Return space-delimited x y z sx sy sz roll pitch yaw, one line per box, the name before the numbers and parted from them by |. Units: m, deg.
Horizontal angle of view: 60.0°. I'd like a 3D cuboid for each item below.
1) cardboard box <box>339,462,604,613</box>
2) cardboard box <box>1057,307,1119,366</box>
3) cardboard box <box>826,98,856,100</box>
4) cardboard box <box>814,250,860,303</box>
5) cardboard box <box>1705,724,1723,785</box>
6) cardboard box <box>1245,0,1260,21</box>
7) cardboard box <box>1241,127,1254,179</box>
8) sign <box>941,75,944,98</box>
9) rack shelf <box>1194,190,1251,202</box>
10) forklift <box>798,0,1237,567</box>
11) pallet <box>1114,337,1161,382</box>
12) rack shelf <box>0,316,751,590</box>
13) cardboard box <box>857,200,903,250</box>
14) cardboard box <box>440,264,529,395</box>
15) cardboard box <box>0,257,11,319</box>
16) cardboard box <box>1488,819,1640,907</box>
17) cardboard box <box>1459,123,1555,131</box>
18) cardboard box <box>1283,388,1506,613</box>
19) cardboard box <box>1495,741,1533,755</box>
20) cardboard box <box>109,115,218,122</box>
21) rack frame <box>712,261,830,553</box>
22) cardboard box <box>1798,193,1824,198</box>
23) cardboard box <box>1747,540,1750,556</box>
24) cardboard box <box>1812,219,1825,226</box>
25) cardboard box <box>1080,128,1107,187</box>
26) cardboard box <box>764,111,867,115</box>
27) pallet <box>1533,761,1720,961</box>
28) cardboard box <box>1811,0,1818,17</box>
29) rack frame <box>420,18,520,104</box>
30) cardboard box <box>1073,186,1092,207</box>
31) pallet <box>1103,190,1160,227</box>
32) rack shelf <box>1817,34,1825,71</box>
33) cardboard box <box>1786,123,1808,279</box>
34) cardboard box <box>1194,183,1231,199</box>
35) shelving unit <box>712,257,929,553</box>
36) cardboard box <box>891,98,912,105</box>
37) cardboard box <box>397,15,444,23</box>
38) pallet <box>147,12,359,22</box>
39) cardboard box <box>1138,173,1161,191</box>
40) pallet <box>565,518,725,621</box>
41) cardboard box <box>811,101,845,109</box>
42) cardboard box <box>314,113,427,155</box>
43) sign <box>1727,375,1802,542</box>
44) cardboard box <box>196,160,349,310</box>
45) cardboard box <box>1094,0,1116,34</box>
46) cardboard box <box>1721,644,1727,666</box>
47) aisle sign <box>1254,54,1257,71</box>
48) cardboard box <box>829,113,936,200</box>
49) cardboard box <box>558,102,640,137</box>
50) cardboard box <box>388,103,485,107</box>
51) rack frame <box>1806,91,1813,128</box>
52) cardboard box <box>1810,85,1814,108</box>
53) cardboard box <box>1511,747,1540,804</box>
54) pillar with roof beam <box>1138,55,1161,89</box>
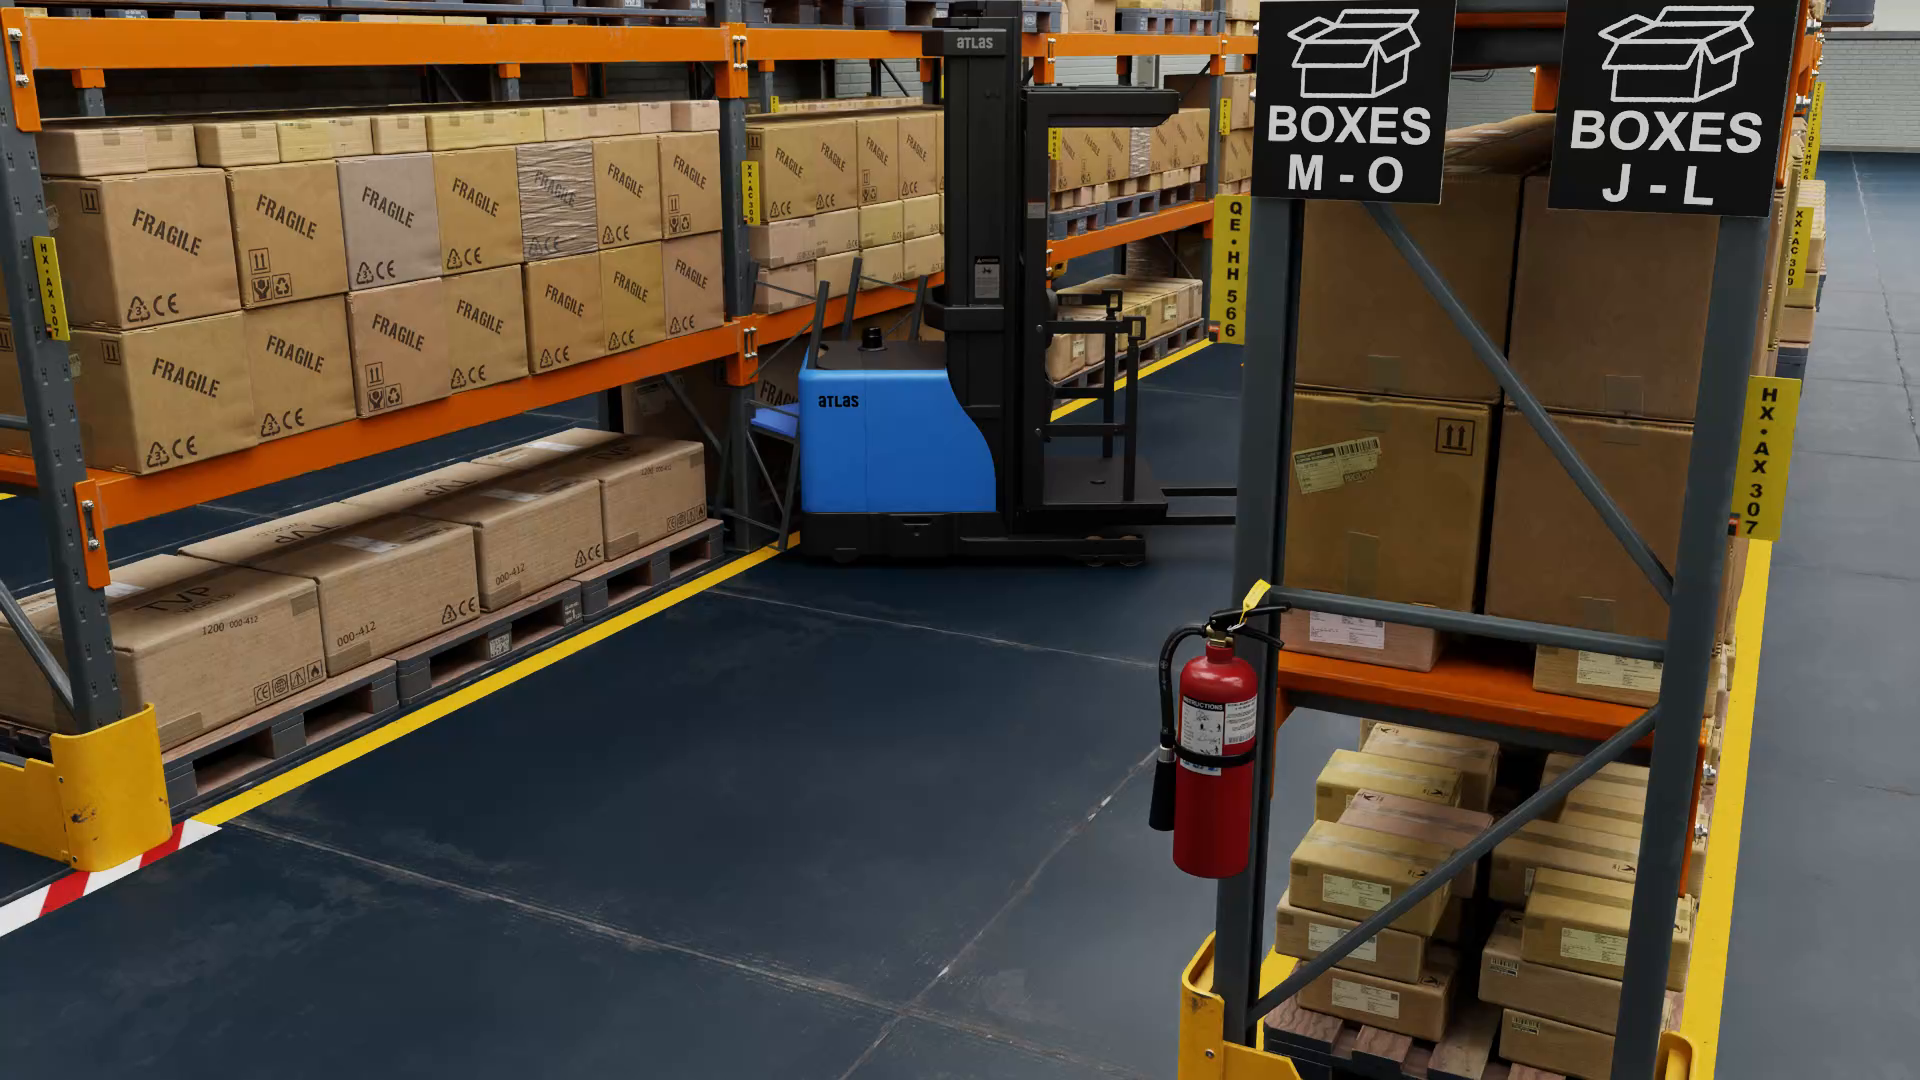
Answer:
cardboard box | -2.370 -0.035 8.135 0.875 0.438 0.875 8 18 24
cardboard box | 0.777 -1.728 13.952 0.950 0.372 0.625 8 18 24
cardboard box | -1.487 -5.303 20.274 0.380 0.149 0.250 9 19 27
cardboard box | -0.932 -1.575 9.821 0.500 0.250 0.500 8 18 24
cardboard box | 2.547 0.740 6.033 0.380 0.149 0.250 8 18 25
cardboard box | 2.644 -5.192 16.210 0.500 0.250 0.500 8 18 25
cardboard box | 2.630 -3.872 16.593 0.500 0.500 0.500 8 18 25
sign | -0.195 -5.719 21.062 0.100 0.325 0.005 8 18 25
rack shelf | 2.874 -3.638 17.769 1.077 0.370 4.000 8 18 25
forklift | 0.630 -1.410 9.125 3.031 2.935 1.130 0 17 -2
pallet | 1.090 -1.627 14.630 1.003 0.211 1.213 8 18 25
rack shelf | -2.488 -0.582 7.478 1.077 0.370 4.000 8 18 25
cardboard box | -0.688 -1.942 10.178 0.500 0.250 0.500 8 18 26
cardboard box | -2.257 -0.940 7.246 0.500 0.500 0.500 9 19 27
cardboard box | -3.379 -1.097 6.019 0.500 0.500 0.500 9 19 27
cardboard box | 1.646 0.891 4.480 0.380 0.149 0.250 8 19 26
cardboard box | 1.989 -1.159 5.706 0.500 0.500 0.500 8 19 26
cardboard box | 1.063 -0.151 4.066 0.500 0.500 0.500 9 19 26
cardboard box | 1.727 0.575 5.546 0.380 0.149 0.250 7 18 24
cardboard box | -3.119 -1.575 6.489 0.380 0.149 0.250 9 19 27
rack frame | -1.034 -0.712 8.983 0.500 1.500 0.032 19 18 26
cardboard box | 4.398 -1.774 8.888 0.380 0.149 0.250 8 18 25
cardboard box | 3.682 -0.124 8.328 0.500 0.500 0.500 9 19 28
cardboard box | 3.703 -1.377 7.550 0.380 0.149 0.250 8 18 26
cardboard box | 0.828 -3.066 13.142 0.500 0.500 0.500 9 19 28
cardboard box | -0.933 -2.502 10.749 0.500 0.500 0.500 8 19 26
pallet | 2.067 0.992 5.813 1.003 0.211 1.213 8 18 25
cardboard box | 2.442 -1.784 5.256 0.500 0.250 0.500 8 18 25
rack frame | -4.249 -3.085 14.644 1.000 3.000 0.127 8 18 25
cardboard box | 0.825 -2.726 13.139 0.380 0.149 0.250 7 18 22
pallet | 1.041 -2.872 14.264 1.003 0.211 1.213 8 18 25
rack shelf | 7.348 -4.472 15.308 1.077 0.370 4.000 8 18 25
cardboard box | 2.685 -1.215 5.894 0.500 0.500 0.500 7 18 24
cardboard box | 2.408 -3.393 16.120 0.380 0.149 0.250 8 18 25
shelving unit | -0.785 -0.796 9.419 0.538 1.500 1.048 19 18 26
cardboard box | -0.821 -5.370 20.498 0.380 0.149 0.250 9 19 27
cardboard box | -4.485 -4.162 13.263 0.500 0.250 0.500 8 18 26
pallet | -5.222 -3.836 12.234 1.213 0.211 1.003 8 18 25
cardboard box | 1.529 -3.130 14.499 0.380 0.149 0.250 8 18 25
pallet | -2.004 0.084 8.869 1.003 0.211 1.213 8 18 25
cardboard box | -1.549 -4.987 19.211 0.380 0.149 0.250 8 18 25
cardboard box | -2.382 -1.639 6.704 0.380 0.149 0.250 8 18 26
sign | 1.578 -0.159 3.271 0.100 0.325 0.005 8 18 25
cardboard box | -2.688 -1.163 6.240 0.500 0.500 0.500 8 18 24
cardboard box | 0.849 -4.334 13.400 0.797 0.503 0.637 8 18 25
cardboard box | 2.546 0.443 5.988 0.380 0.149 0.250 7 18 23
aisle sign | 3.518 -5.794 19.198 0.394 0.787 0.004 8 18 25
cardboard box | -0.486 -2.432 10.512 0.500 0.500 0.500 8 18 24
cardboard box | -1.782 -2.040 8.052 0.380 0.149 0.250 8 18 25
cardboard box | -2.455 -1.970 7.816 0.380 0.149 0.250 8 18 24
rack frame | 6.454 -2.870 13.918 1.000 3.000 0.127 8 18 25
cardboard box | 7.878 -4.237 16.360 0.875 0.550 0.550 8 18 25
cardboard box | 1.837 0.797 5.841 0.380 0.149 0.250 9 19 27
pillar with roof beam | 7.422 -10.445 28.887 9.100 9.000 0.400 8 18 25
